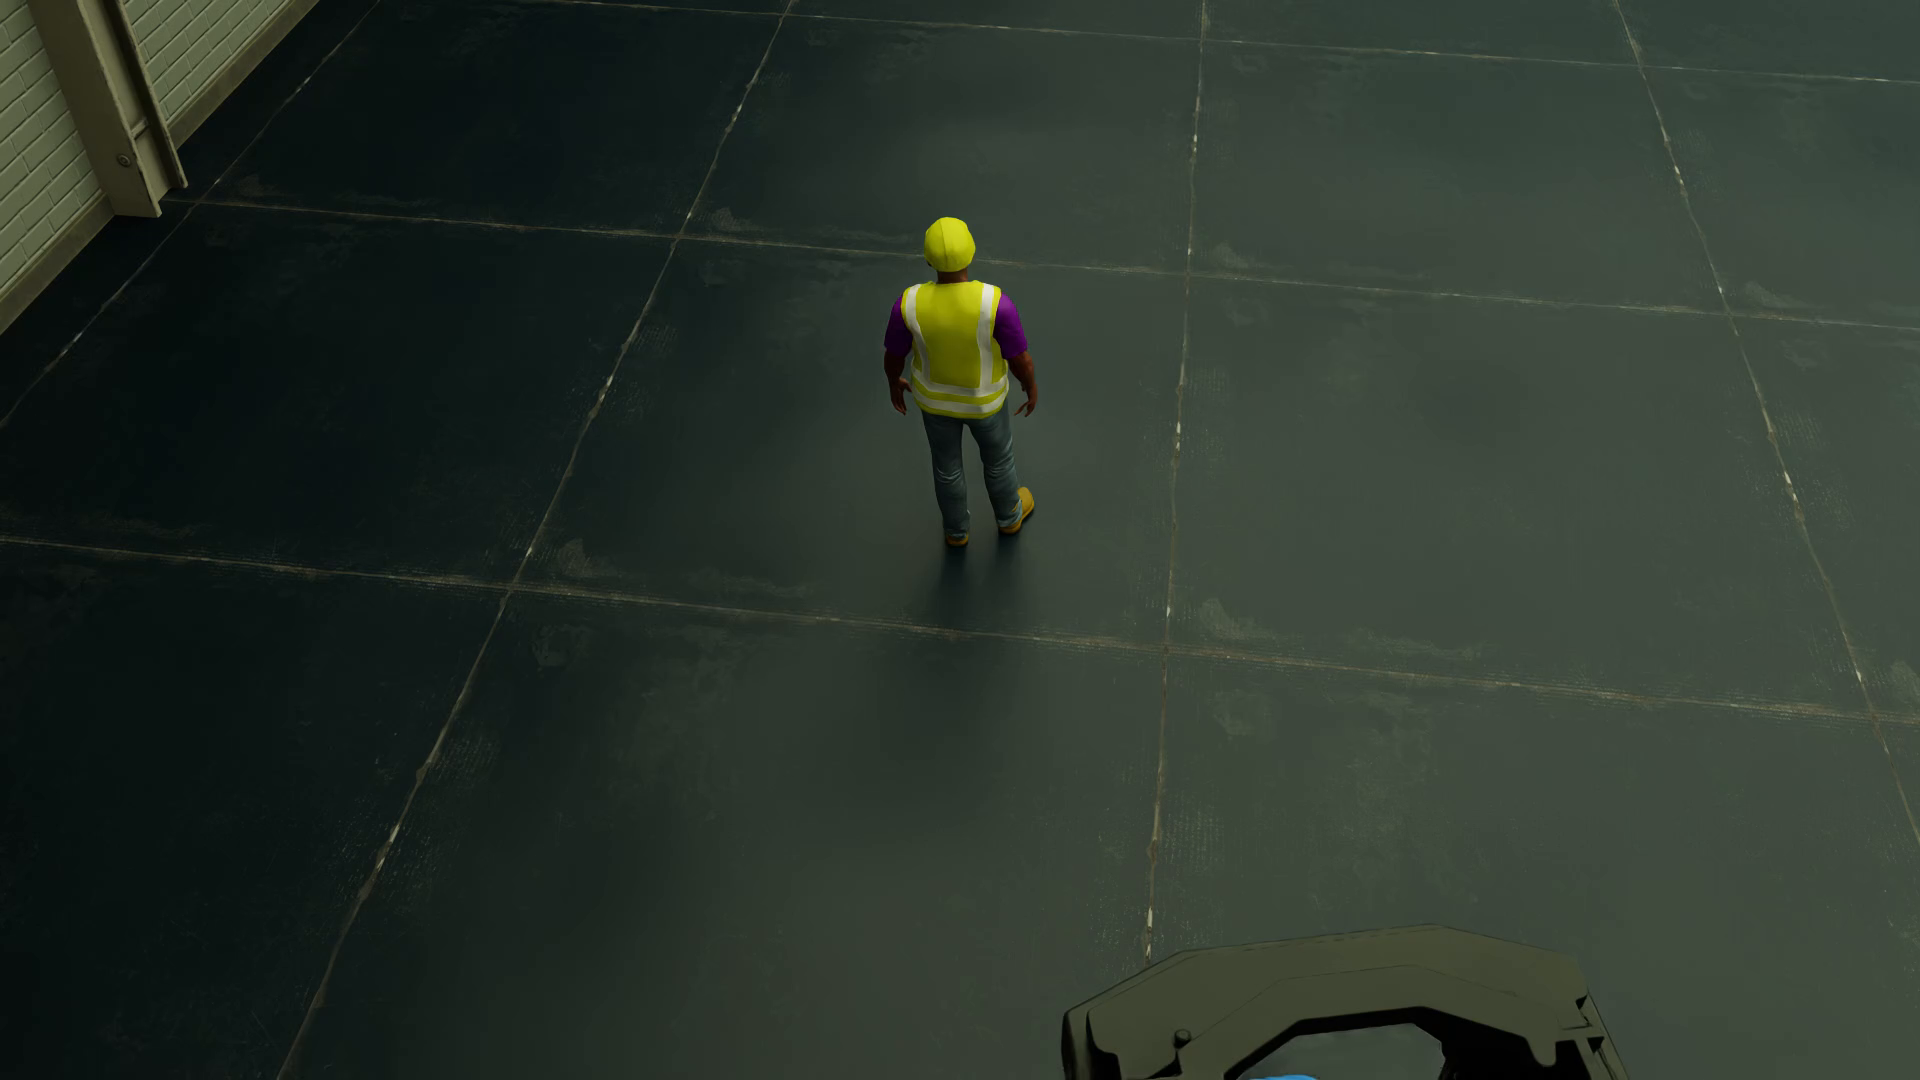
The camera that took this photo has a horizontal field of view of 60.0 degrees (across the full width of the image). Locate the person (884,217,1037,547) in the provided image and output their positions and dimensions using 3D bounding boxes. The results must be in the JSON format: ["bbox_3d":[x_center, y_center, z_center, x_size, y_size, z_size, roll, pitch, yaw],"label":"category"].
[{"bbox_3d":[0.016,-0.702,7.338,0.665,1.765,0.577,5,43,6],"label":"person"}]

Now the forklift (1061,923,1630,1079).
[{"bbox_3d":[0.728,2.241,3.284,1.130,2.935,3.031,-5,43,-5],"label":"forklift"}]
